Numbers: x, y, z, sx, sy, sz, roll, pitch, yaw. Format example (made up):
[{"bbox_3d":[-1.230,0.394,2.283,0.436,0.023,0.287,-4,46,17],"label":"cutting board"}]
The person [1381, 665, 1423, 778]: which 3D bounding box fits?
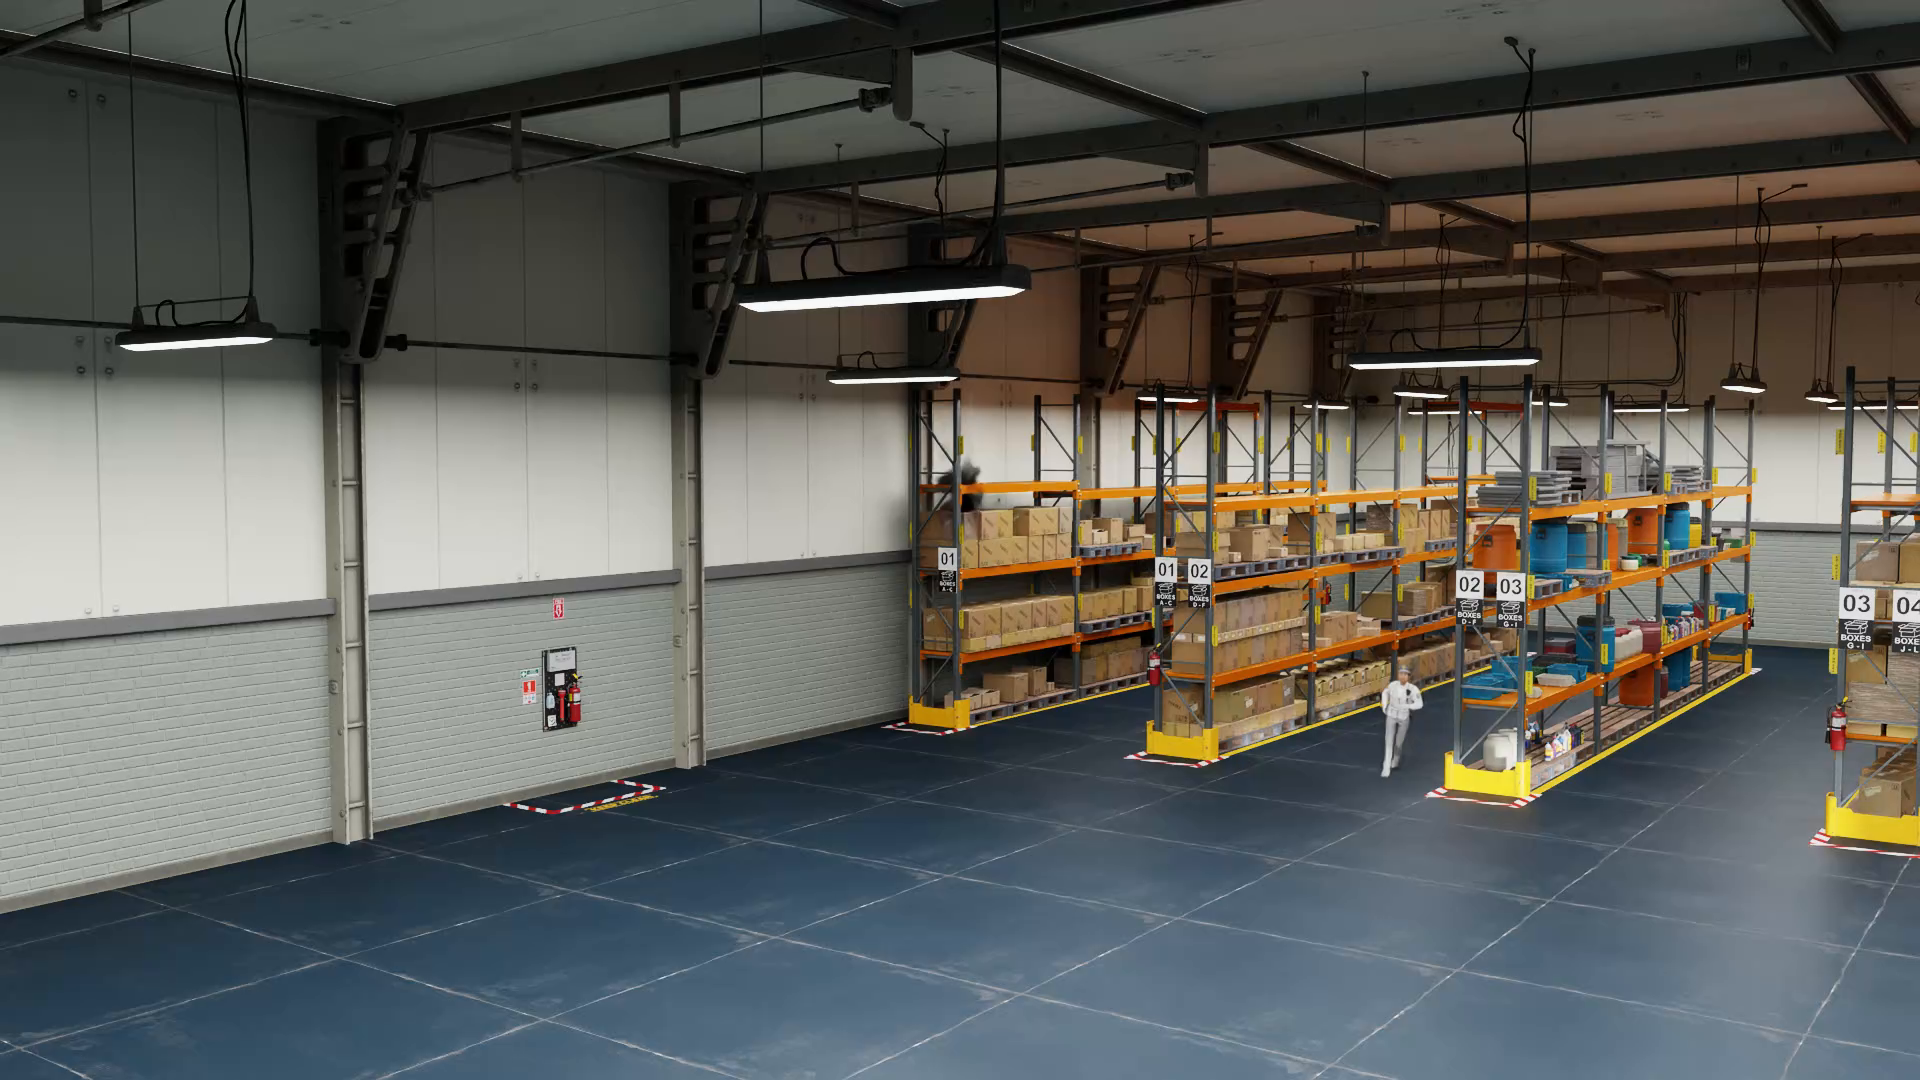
[{"bbox_3d":[6.724,2.739,25.325,0.643,1.705,0.865,1,4,24],"label":"person"}]
